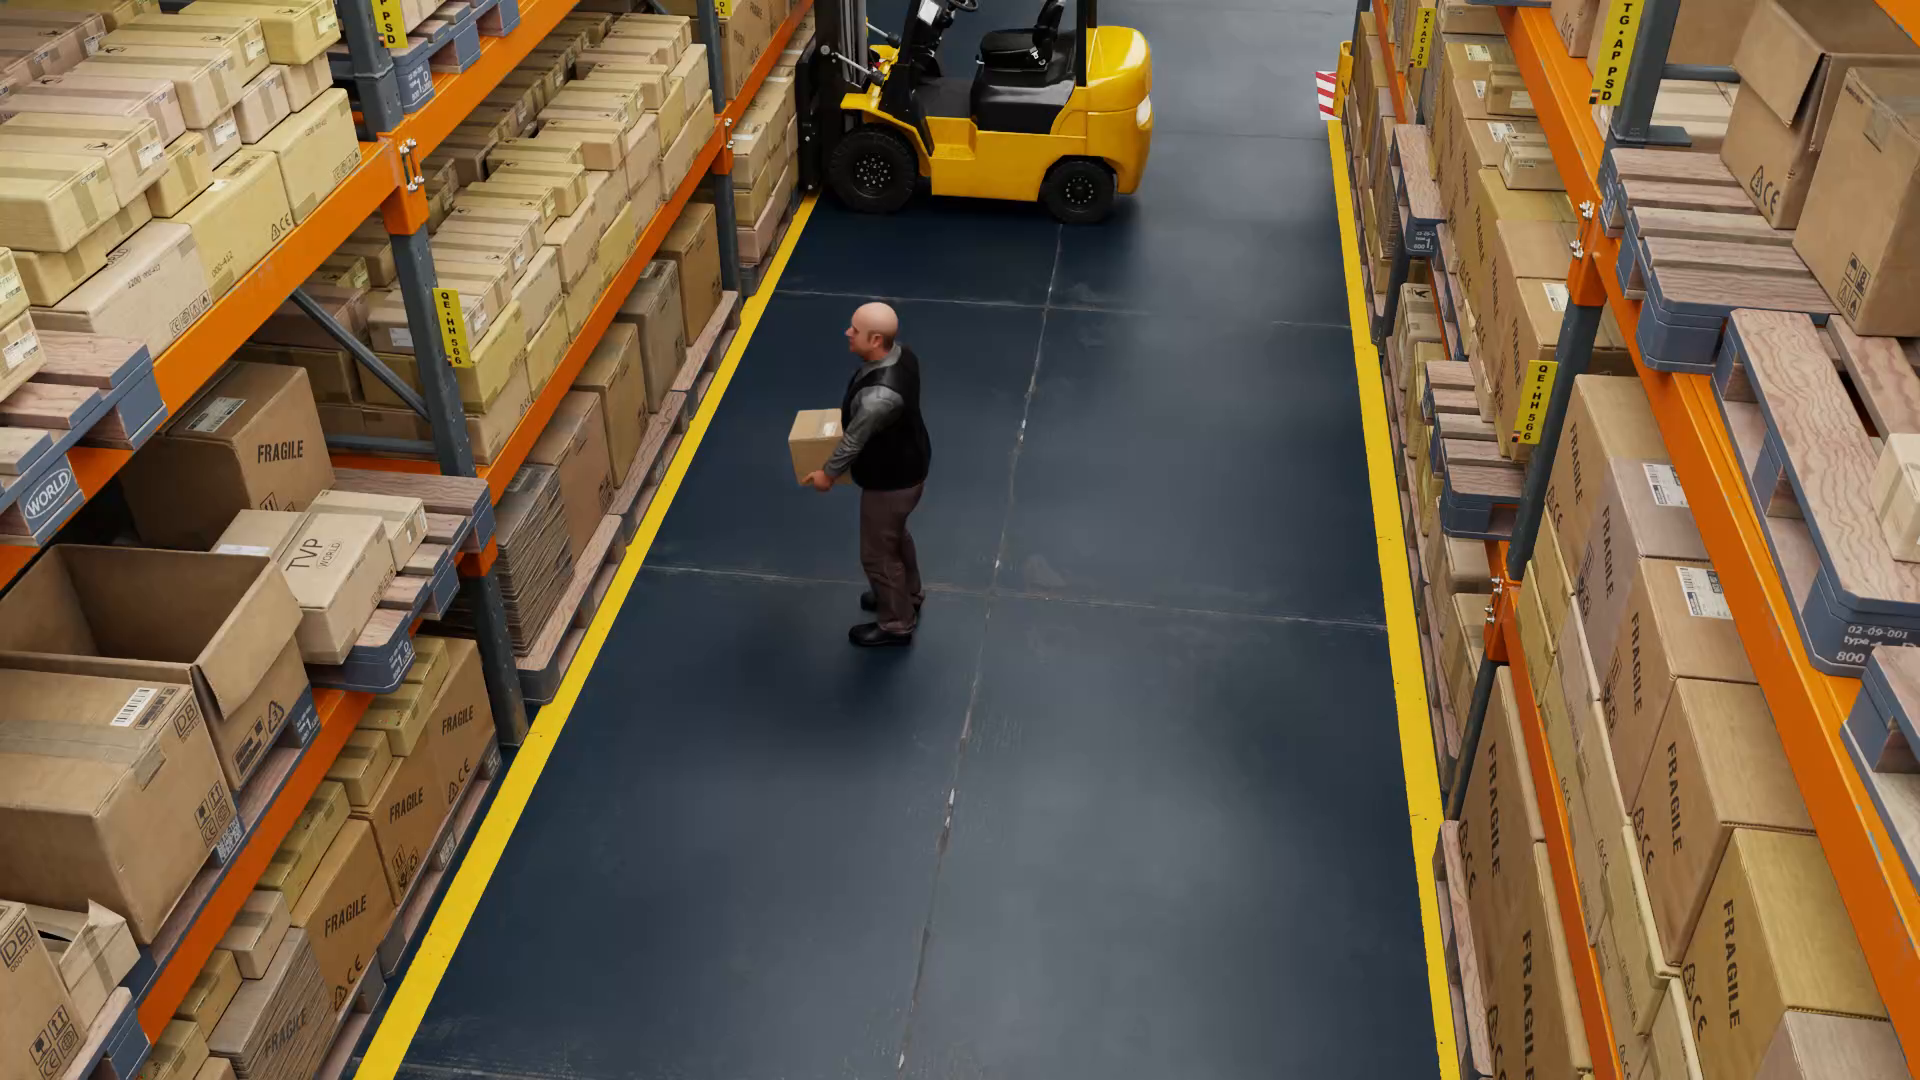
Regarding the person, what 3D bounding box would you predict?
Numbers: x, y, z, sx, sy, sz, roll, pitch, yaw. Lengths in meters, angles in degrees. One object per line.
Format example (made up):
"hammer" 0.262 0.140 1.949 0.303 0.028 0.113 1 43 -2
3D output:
"person" -0.412 -0.293 7.473 0.558 1.720 0.494 4 36 5
